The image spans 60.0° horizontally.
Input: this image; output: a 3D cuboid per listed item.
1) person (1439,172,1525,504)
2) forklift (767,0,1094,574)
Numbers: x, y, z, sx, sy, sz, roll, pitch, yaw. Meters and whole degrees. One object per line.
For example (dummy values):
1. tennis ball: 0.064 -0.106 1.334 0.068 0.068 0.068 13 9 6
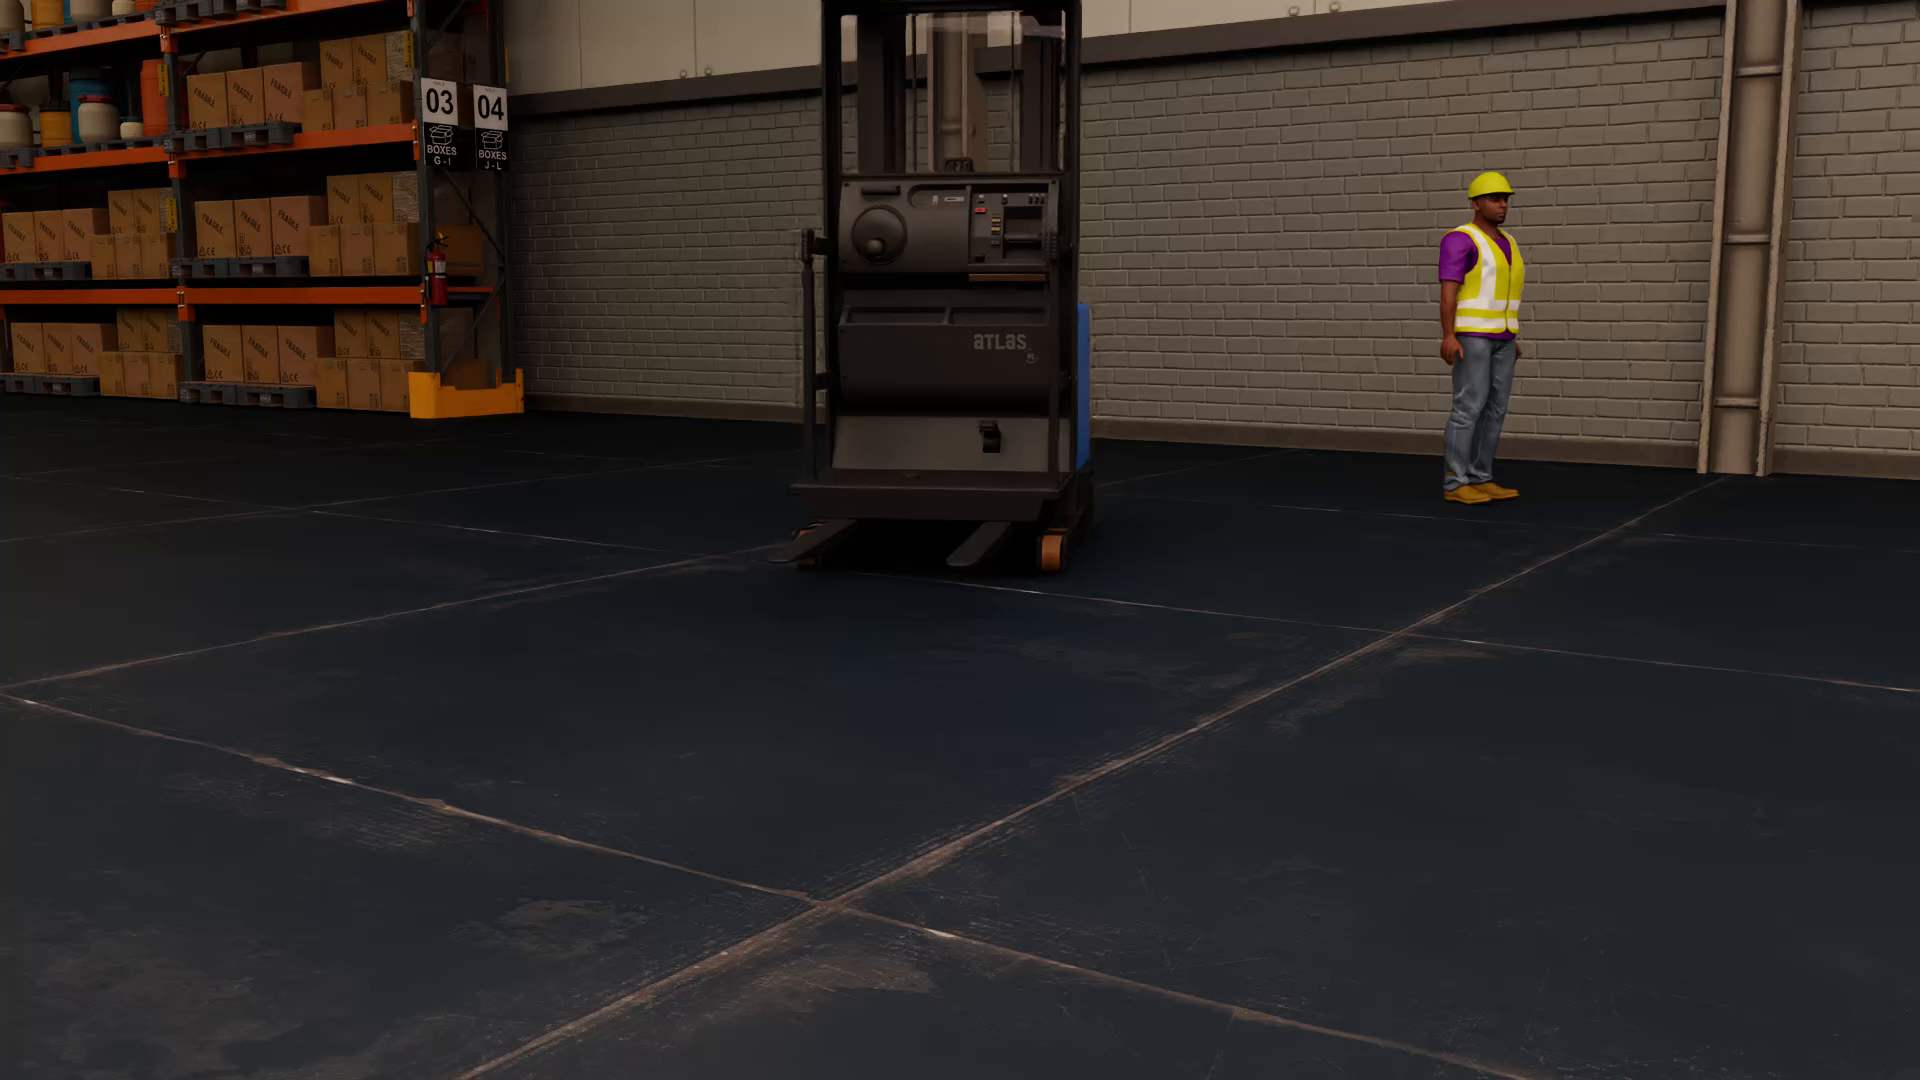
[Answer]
1. person: 2.848 -1.091 9.010 0.614 1.771 0.387 -6 10 -38
2. forklift: -0.079 -1.365 6.791 1.130 2.935 3.031 1 8 9
